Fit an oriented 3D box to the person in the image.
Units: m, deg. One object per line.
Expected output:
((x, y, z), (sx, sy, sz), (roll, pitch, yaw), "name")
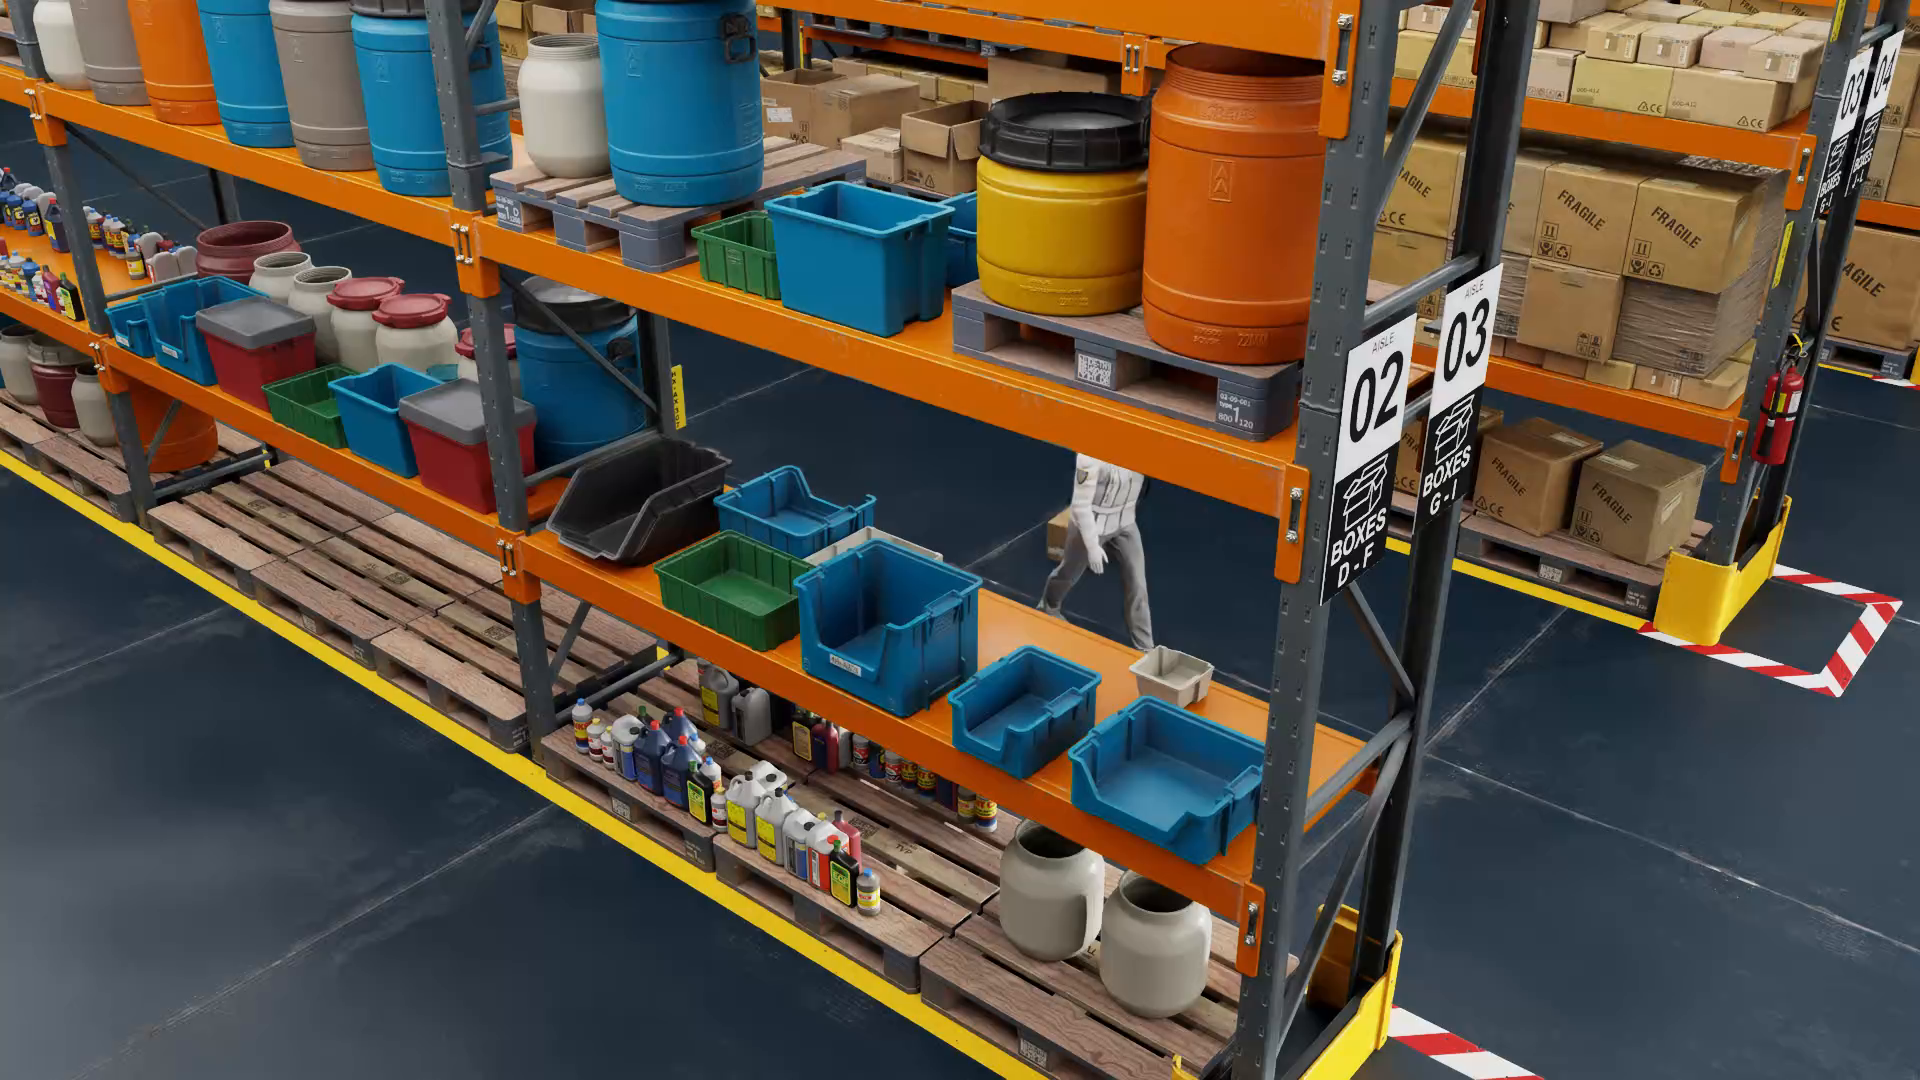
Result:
((0.774, -0.083, 8.753), (0.515, 1.612, 1.020), (-20, 33, -33), "person")
